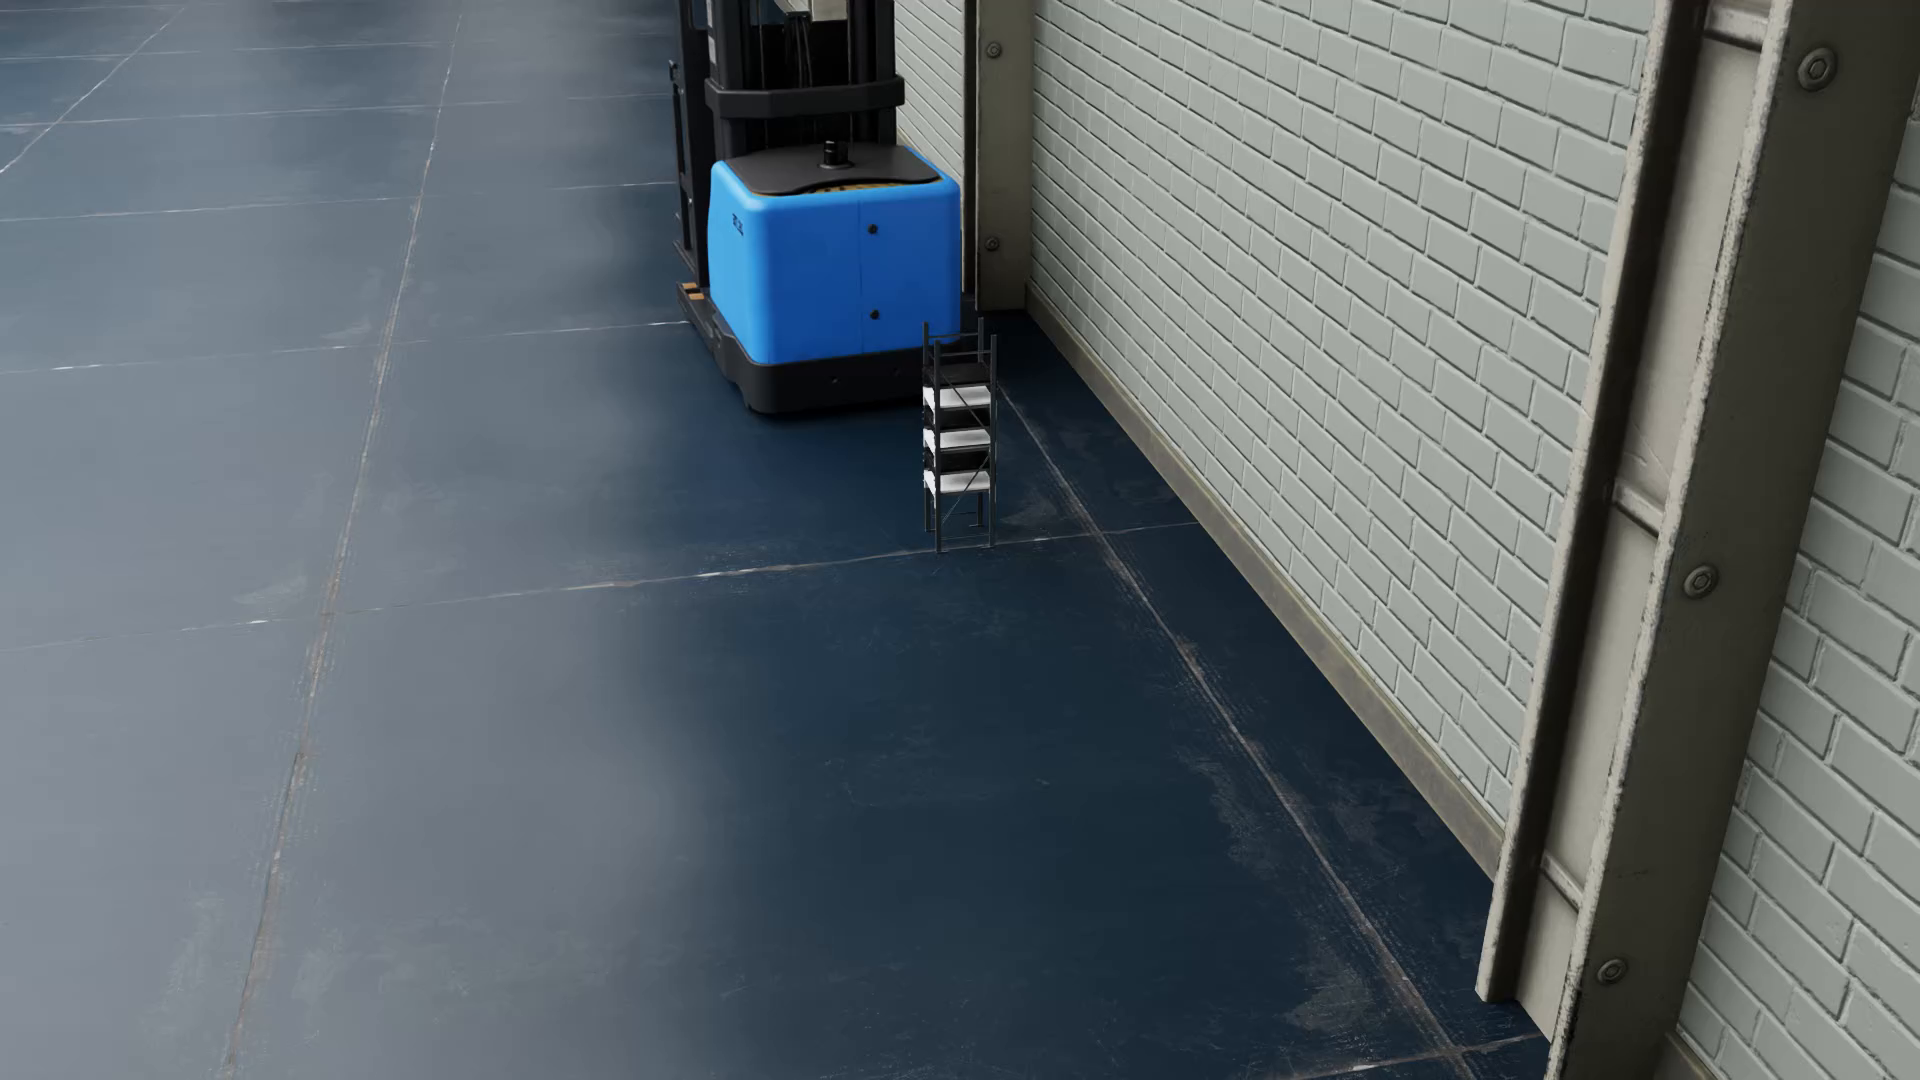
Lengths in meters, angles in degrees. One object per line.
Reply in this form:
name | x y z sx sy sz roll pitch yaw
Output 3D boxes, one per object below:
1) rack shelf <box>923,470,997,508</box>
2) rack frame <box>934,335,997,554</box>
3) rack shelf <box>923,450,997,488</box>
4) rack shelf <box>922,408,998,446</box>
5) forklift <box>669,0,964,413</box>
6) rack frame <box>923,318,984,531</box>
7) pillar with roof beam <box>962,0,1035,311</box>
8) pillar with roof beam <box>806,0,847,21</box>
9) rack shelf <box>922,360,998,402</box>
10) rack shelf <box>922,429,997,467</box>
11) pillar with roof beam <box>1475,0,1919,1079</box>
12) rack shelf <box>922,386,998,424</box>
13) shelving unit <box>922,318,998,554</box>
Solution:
rack shelf | -0.002 -0.215 6.650 0.258 0.077 0.200 -6 27 -12
rack frame | 0.021 -0.361 6.466 0.240 0.900 0.006 -6 27 -12
rack shelf | -0.002 -0.295 6.610 0.258 0.077 0.200 -6 27 -12
rack shelf | -0.002 -0.456 6.529 0.258 0.077 0.200 -6 27 -12
forklift | -0.941 -2.543 8.536 1.130 2.935 3.031 -9 28 -17
rack frame | -0.025 -0.450 6.643 0.240 0.900 0.006 -6 27 -12
pillar with roof beam | -3.992 -4.957 6.585 9.100 9.000 0.400 -6 27 -12
pillar with roof beam | -5.344 -7.591 11.803 9.100 9.000 0.400 -6 27 -12
rack shelf | -0.002 -0.617 6.448 0.258 0.077 0.200 -6 27 -12
rack shelf | -0.002 -0.376 6.569 0.258 0.077 0.200 -6 27 -12
pillar with roof beam | -2.640 -2.323 1.366 9.100 9.000 0.400 -6 27 -12
rack shelf | -0.002 -0.536 6.488 0.258 0.077 0.200 -6 27 -12
shelving unit | -0.002 -0.405 6.554 0.258 0.900 0.210 -6 27 -12
